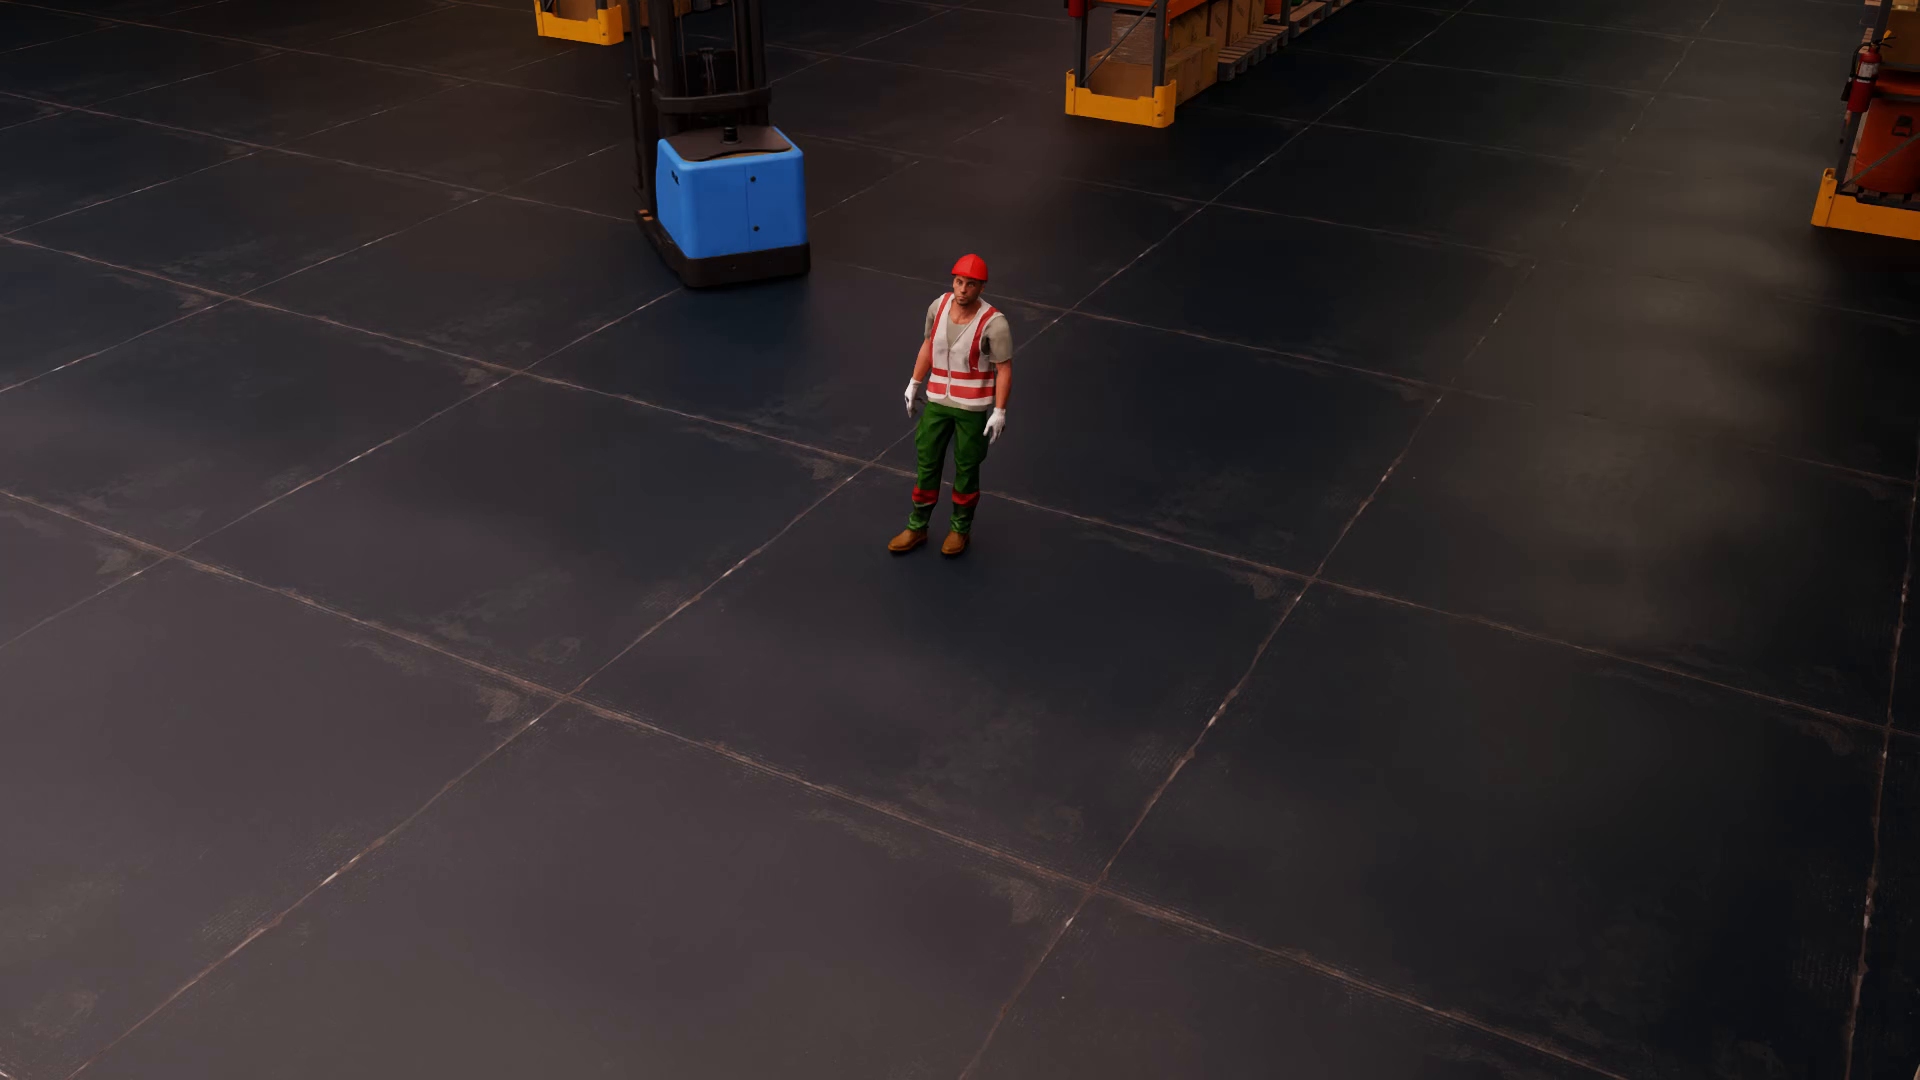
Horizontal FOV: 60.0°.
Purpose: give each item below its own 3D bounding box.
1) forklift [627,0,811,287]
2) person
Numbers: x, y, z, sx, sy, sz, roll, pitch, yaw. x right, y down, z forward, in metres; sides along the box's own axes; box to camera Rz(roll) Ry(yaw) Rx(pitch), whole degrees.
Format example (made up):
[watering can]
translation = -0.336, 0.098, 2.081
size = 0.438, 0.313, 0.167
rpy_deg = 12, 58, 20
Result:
[forklift]
translation = -2.251, -4.025, 14.044
size = 1.130, 2.935, 3.031
rpy_deg = -11, 32, -19
[person]
translation = -0.050, -0.749, 9.497
size = 0.637, 1.787, 0.564
rpy_deg = 15, 33, 25
